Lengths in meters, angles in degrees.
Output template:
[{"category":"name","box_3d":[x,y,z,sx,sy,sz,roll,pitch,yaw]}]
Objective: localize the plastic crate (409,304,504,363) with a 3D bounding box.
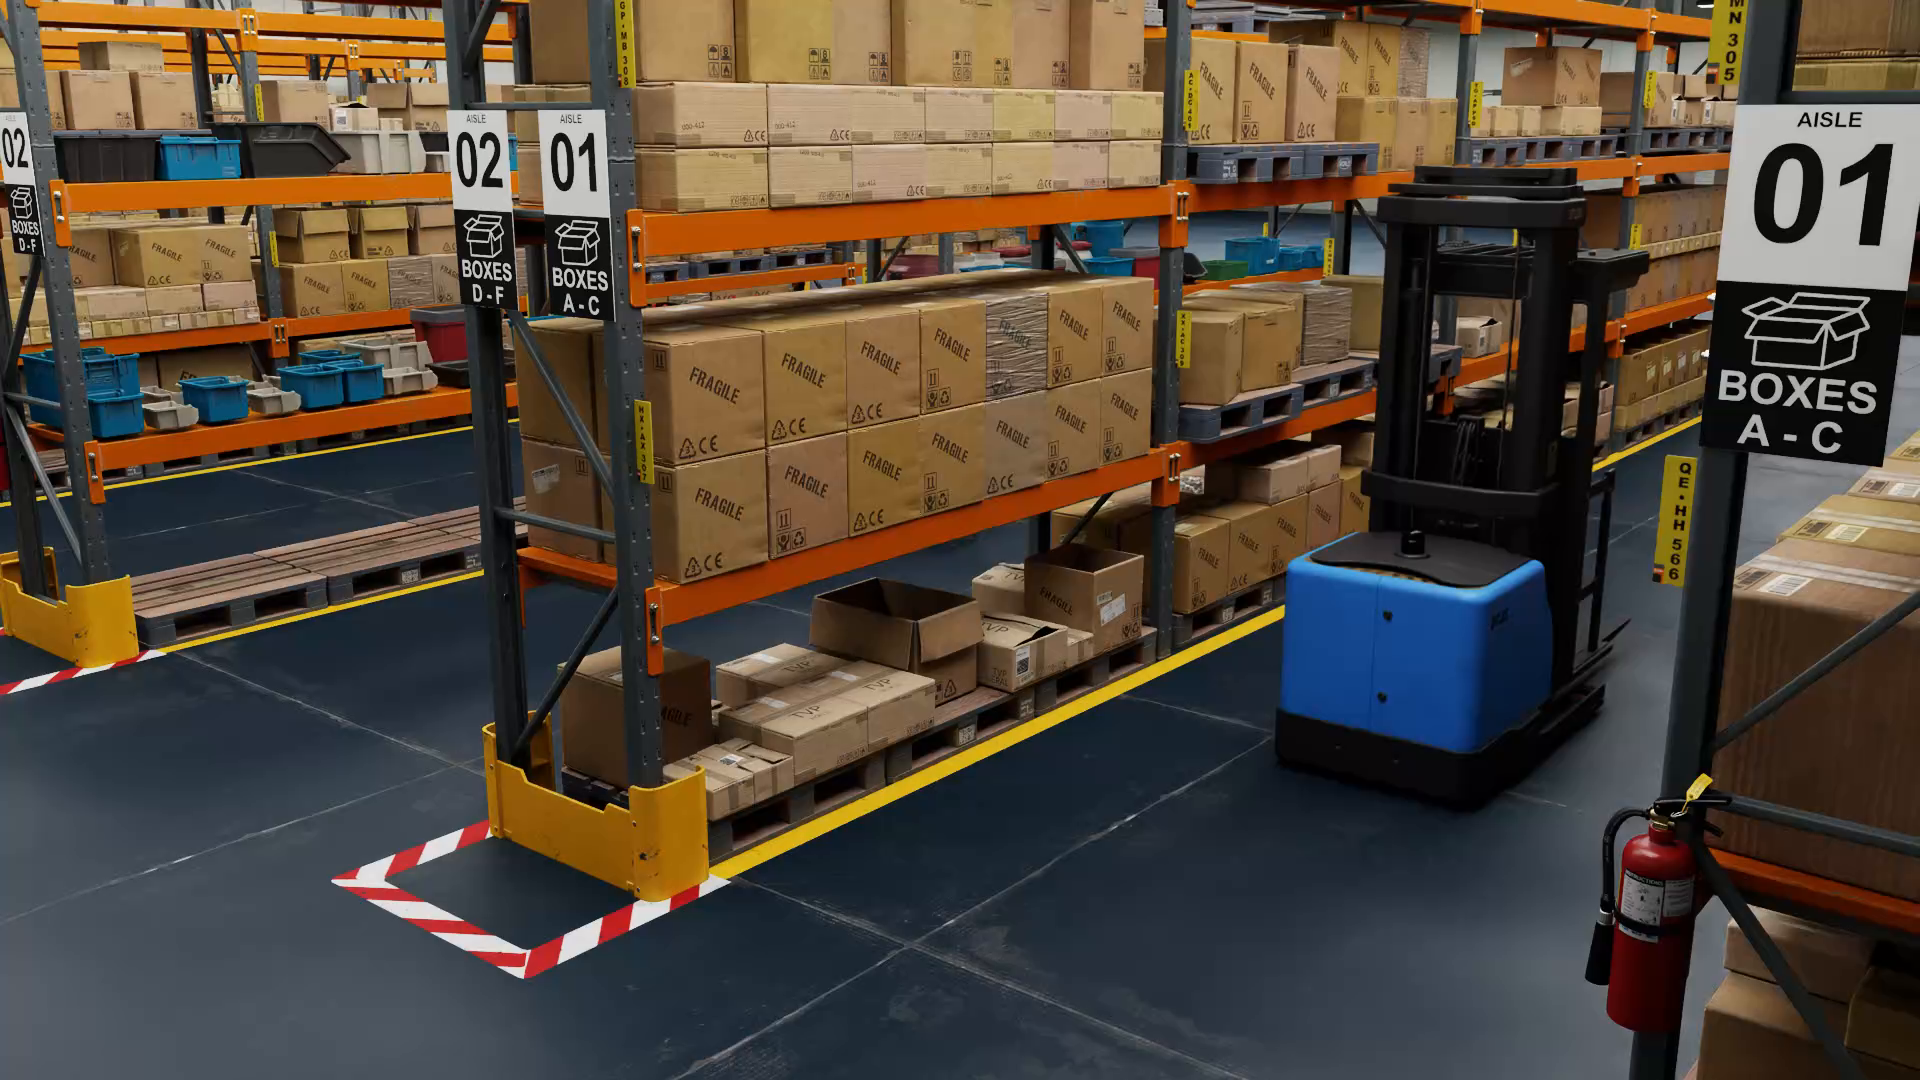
[{"category":"plastic crate","box_3d":[-3.755,-1.509,12.456,0.402,0.464,0.583,11,18,38]}]

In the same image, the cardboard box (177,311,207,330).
[{"category":"cardboard box","box_3d":[-7.111,-2.018,15.222,0.380,0.149,0.250,11,18,37]}]

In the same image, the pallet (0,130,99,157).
[{"category":"pallet","box_3d":[-8.141,-3.371,14.124,1.003,0.211,1.213,11,18,38]}]

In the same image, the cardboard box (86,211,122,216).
[{"category":"cardboard box","box_3d":[-12.483,-4.941,23.984,0.500,0.500,0.500,12,18,39]}]

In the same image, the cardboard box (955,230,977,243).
[{"category":"cardboard box","box_3d":[-0.245,-4.534,23.807,0.875,0.500,0.500,11,18,38]}]

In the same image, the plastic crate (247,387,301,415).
[{"category":"plastic crate","box_3d":[-4.409,-0.891,10.689,0.250,0.136,0.298,11,18,38]}]

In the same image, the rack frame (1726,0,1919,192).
[{"category":"rack frame","box_3d":[2.193,-2.190,3.202,1.000,3.000,0.127,11,18,38]}]

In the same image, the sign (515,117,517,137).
[{"category":"sign","box_3d":[-3.425,-3.125,12.957,0.100,0.325,0.005,11,18,38]}]

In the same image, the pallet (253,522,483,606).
[{"category":"pallet","box_3d":[-4.197,0.152,11.833,1.003,0.211,1.213,11,18,38]}]

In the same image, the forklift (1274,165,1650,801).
[{"category":"forklift","box_3d":[2.883,-0.494,8.850,1.130,2.935,3.031,11,18,36]}]

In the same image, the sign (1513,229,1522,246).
[{"category":"sign","box_3d":[5.447,-2.890,16.222,0.100,0.325,0.005,11,18,38]}]

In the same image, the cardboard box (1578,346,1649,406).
[{"category":"cardboard box","box_3d":[6.415,-1.621,16.355,0.500,0.500,0.500,11,18,38]}]

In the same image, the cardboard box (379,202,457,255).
[{"category":"cardboard box","box_3d":[-5.637,-3.257,17.347,0.797,0.503,0.637,12,19,39]}]

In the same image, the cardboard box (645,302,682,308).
[{"category":"cardboard box","box_3d":[-3.614,-2.715,20.114,0.500,0.250,0.500,-14,20,-43]}]

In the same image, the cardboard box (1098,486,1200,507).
[{"category":"cardboard box","box_3d":[1.256,-0.048,11.139,0.500,0.500,0.500,11,18,38]}]

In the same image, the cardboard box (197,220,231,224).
[{"category":"cardboard box","box_3d":[-9.062,-3.809,20.209,0.380,0.149,0.250,12,19,39]}]

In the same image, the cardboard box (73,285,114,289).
[{"category":"cardboard box","box_3d":[-7.988,-2.175,15.030,0.500,0.250,0.500,12,18,39]}]

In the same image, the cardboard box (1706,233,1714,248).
[{"category":"cardboard box","box_3d":[7.978,-3.273,18.130,0.380,0.149,0.250,11,18,37]}]

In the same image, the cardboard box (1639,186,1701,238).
[{"category":"cardboard box","box_3d":[7.415,-3.493,17.681,0.700,0.500,0.500,11,18,38]}]

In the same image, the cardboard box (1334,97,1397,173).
[{"category":"cardboard box","box_3d":[2.470,-2.796,11.479,0.910,0.500,0.500,11,18,38]}]

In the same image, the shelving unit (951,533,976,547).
[{"category":"shelving unit","box_3d":[-0.034,-0.499,12.690,0.215,1.050,0.252,11,18,38]}]

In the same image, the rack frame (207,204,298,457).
[{"category":"rack frame","box_3d":[-6.851,-2.348,16.008,1.000,3.000,0.127,11,18,38]}]

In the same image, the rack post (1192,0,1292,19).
[{"category":"rack post","box_3d":[3.350,-6.374,19.828,0.937,0.300,0.954,11,18,37]}]

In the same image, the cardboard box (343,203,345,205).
[{"category":"cardboard box","box_3d":[-9.954,-5.590,27.113,0.500,0.500,0.500,11,18,38]}]

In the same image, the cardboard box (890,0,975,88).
[{"category":"cardboard box","box_3d":[-0.354,-2.412,7.936,0.700,0.500,0.500,11,18,38]}]

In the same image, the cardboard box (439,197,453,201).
[{"category":"cardboard box","box_3d":[-7.204,-4.714,23.088,0.700,0.500,0.500,11,18,37]}]

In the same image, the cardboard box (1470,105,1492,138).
[{"category":"cardboard box","box_3d":[3.923,-3.363,13.366,0.500,0.250,0.500,12,18,39]}]

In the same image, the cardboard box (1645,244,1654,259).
[{"category":"cardboard box","box_3d":[6.682,-2.879,16.578,0.380,0.149,0.250,11,18,37]}]

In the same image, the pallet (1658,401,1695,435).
[{"category":"pallet","box_3d":[7.179,-1.375,17.843,1.003,0.211,1.213,11,18,38]}]

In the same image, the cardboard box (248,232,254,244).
[{"category":"cardboard box","box_3d":[-8.897,-3.714,20.440,0.380,0.149,0.250,12,18,39]}]

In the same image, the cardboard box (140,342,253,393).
[{"category":"cardboard box","box_3d":[-7.328,-1.407,15.769,0.875,0.875,0.875,11,18,38]}]

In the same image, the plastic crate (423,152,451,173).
[{"category":"plastic crate","box_3d":[-3.502,-2.605,11.464,0.293,0.136,0.466,11,18,38]}]

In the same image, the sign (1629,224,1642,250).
[{"category":"sign","box_3d":[6.308,-2.787,15.546,0.100,0.325,0.005,11,18,38]}]

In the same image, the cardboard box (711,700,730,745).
[{"category":"cardboard box","box_3d":[-1.188,0.906,8.061,0.380,0.166,0.250,11,18,38]}]

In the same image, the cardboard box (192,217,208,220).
[{"category":"cardboard box","box_3d":[-9.397,-3.960,20.805,0.380,0.149,0.250,12,19,39]}]

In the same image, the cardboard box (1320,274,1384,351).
[{"category":"cardboard box","box_3d":[3.058,-1.694,12.379,0.700,0.500,0.500,5,15,19]}]

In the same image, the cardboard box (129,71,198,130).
[{"category":"cardboard box","box_3d":[-7.296,-3.943,14.936,0.700,0.500,0.500,10,17,34]}]

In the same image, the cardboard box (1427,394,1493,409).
[{"category":"cardboard box","box_3d":[4.461,-1.153,14.900,0.500,0.311,0.500,12,18,39]}]

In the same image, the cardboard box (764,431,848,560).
[{"category":"cardboard box","box_3d":[-0.858,-0.240,7.509,0.500,0.500,0.500,11,18,37]}]

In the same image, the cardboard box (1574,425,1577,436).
[{"category":"cardboard box","box_3d":[5.525,-0.996,15.419,0.500,0.250,0.500,11,18,37]}]

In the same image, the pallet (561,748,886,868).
[{"category":"pallet","box_3d":[-1.114,1.136,7.958,1.003,0.211,1.213,11,18,38]}]

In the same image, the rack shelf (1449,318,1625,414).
[{"category":"rack shelf","box_3d":[4.623,-1.614,14.583,1.077,0.370,4.000,11,18,38]}]

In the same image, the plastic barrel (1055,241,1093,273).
[{"category":"plastic barrel","box_3d":[1.258,-3.030,18.418,0.433,0.535,0.433,0,14,0]}]

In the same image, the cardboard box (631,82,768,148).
[{"category":"cardboard box","box_3d":[-1.137,-1.729,6.772,0.500,0.250,0.500,11,18,38]}]

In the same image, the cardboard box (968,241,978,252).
[{"category":"cardboard box","box_3d":[0.039,-4.247,23.995,0.380,0.149,0.250,11,18,38]}]

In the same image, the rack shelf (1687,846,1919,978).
[{"category":"rack shelf","box_3d":[3.450,0.684,5.537,1.077,0.370,4.000,11,18,38]}]

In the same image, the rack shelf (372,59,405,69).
[{"category":"rack shelf","box_3d":[-8.274,-8.354,28.934,1.077,0.370,4.000,11,18,38]}]

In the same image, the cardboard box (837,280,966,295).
[{"category":"cardboard box","box_3d":[-0.311,-1.103,8.875,0.500,0.500,0.500,11,18,36]}]

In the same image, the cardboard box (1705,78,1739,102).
[{"category":"cardboard box","box_3d":[8.029,-4.778,18.136,0.797,0.503,0.637,13,19,41]}]

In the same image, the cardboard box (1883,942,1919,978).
[{"category":"cardboard box","box_3d":[2.950,1.220,4.872,0.380,0.149,0.250,11,18,38]}]

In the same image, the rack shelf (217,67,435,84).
[{"category":"rack shelf","box_3d":[-12.137,-8.929,32.004,1.077,0.370,4.000,11,18,38]}]

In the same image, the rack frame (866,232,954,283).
[{"category":"rack frame","box_3d":[-0.485,-2.347,16.007,1.000,3.000,0.127,11,18,38]}]

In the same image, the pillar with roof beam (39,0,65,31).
[{"category":"pillar with roof beam","box_3d":[-12.441,-8.045,26.252,9.100,9.000,0.400,11,18,38]}]

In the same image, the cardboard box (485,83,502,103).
[{"category":"cardboard box","box_3d":[-5.138,-4.513,17.382,0.500,0.500,0.500,13,19,40]}]

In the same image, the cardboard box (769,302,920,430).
[{"category":"cardboard box","box_3d":[-0.537,-0.821,7.767,0.500,0.500,0.500,12,18,38]}]

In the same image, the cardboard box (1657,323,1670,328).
[{"category":"cardboard box","box_3d":[7.571,-2.182,18.565,0.500,0.500,0.500,11,18,38]}]

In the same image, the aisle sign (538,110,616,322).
[{"category":"aisle sign","box_3d":[-1.477,-1.249,6.405,0.394,0.787,0.004,11,18,38]}]
